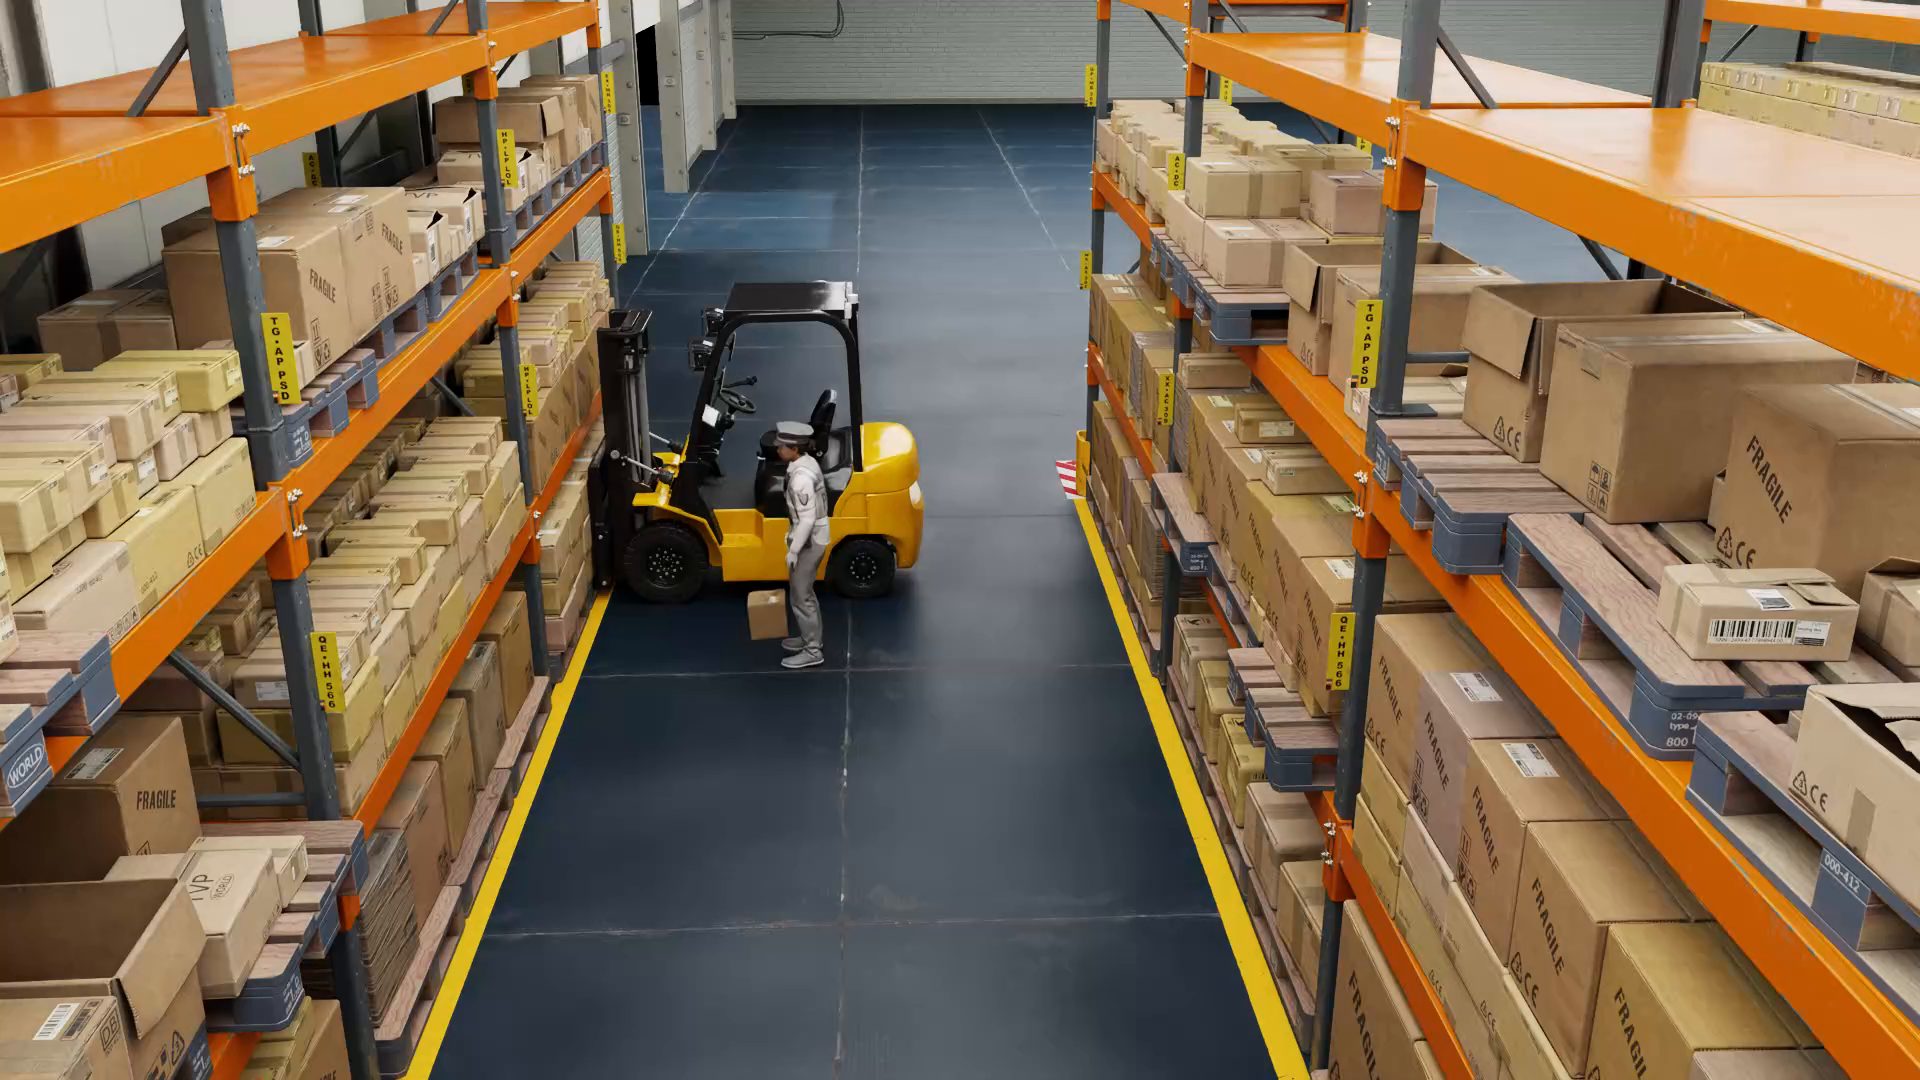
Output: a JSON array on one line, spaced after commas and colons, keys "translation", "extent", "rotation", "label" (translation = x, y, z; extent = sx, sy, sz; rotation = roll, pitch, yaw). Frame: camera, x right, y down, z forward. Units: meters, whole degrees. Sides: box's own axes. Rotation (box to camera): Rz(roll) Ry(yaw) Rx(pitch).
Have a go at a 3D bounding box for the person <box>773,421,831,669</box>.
[{"translation": [-1.034, 0.024, 11.002], "extent": [0.358, 1.668, 0.511], "rotation": [-2, 21, -5], "label": "person"}]
